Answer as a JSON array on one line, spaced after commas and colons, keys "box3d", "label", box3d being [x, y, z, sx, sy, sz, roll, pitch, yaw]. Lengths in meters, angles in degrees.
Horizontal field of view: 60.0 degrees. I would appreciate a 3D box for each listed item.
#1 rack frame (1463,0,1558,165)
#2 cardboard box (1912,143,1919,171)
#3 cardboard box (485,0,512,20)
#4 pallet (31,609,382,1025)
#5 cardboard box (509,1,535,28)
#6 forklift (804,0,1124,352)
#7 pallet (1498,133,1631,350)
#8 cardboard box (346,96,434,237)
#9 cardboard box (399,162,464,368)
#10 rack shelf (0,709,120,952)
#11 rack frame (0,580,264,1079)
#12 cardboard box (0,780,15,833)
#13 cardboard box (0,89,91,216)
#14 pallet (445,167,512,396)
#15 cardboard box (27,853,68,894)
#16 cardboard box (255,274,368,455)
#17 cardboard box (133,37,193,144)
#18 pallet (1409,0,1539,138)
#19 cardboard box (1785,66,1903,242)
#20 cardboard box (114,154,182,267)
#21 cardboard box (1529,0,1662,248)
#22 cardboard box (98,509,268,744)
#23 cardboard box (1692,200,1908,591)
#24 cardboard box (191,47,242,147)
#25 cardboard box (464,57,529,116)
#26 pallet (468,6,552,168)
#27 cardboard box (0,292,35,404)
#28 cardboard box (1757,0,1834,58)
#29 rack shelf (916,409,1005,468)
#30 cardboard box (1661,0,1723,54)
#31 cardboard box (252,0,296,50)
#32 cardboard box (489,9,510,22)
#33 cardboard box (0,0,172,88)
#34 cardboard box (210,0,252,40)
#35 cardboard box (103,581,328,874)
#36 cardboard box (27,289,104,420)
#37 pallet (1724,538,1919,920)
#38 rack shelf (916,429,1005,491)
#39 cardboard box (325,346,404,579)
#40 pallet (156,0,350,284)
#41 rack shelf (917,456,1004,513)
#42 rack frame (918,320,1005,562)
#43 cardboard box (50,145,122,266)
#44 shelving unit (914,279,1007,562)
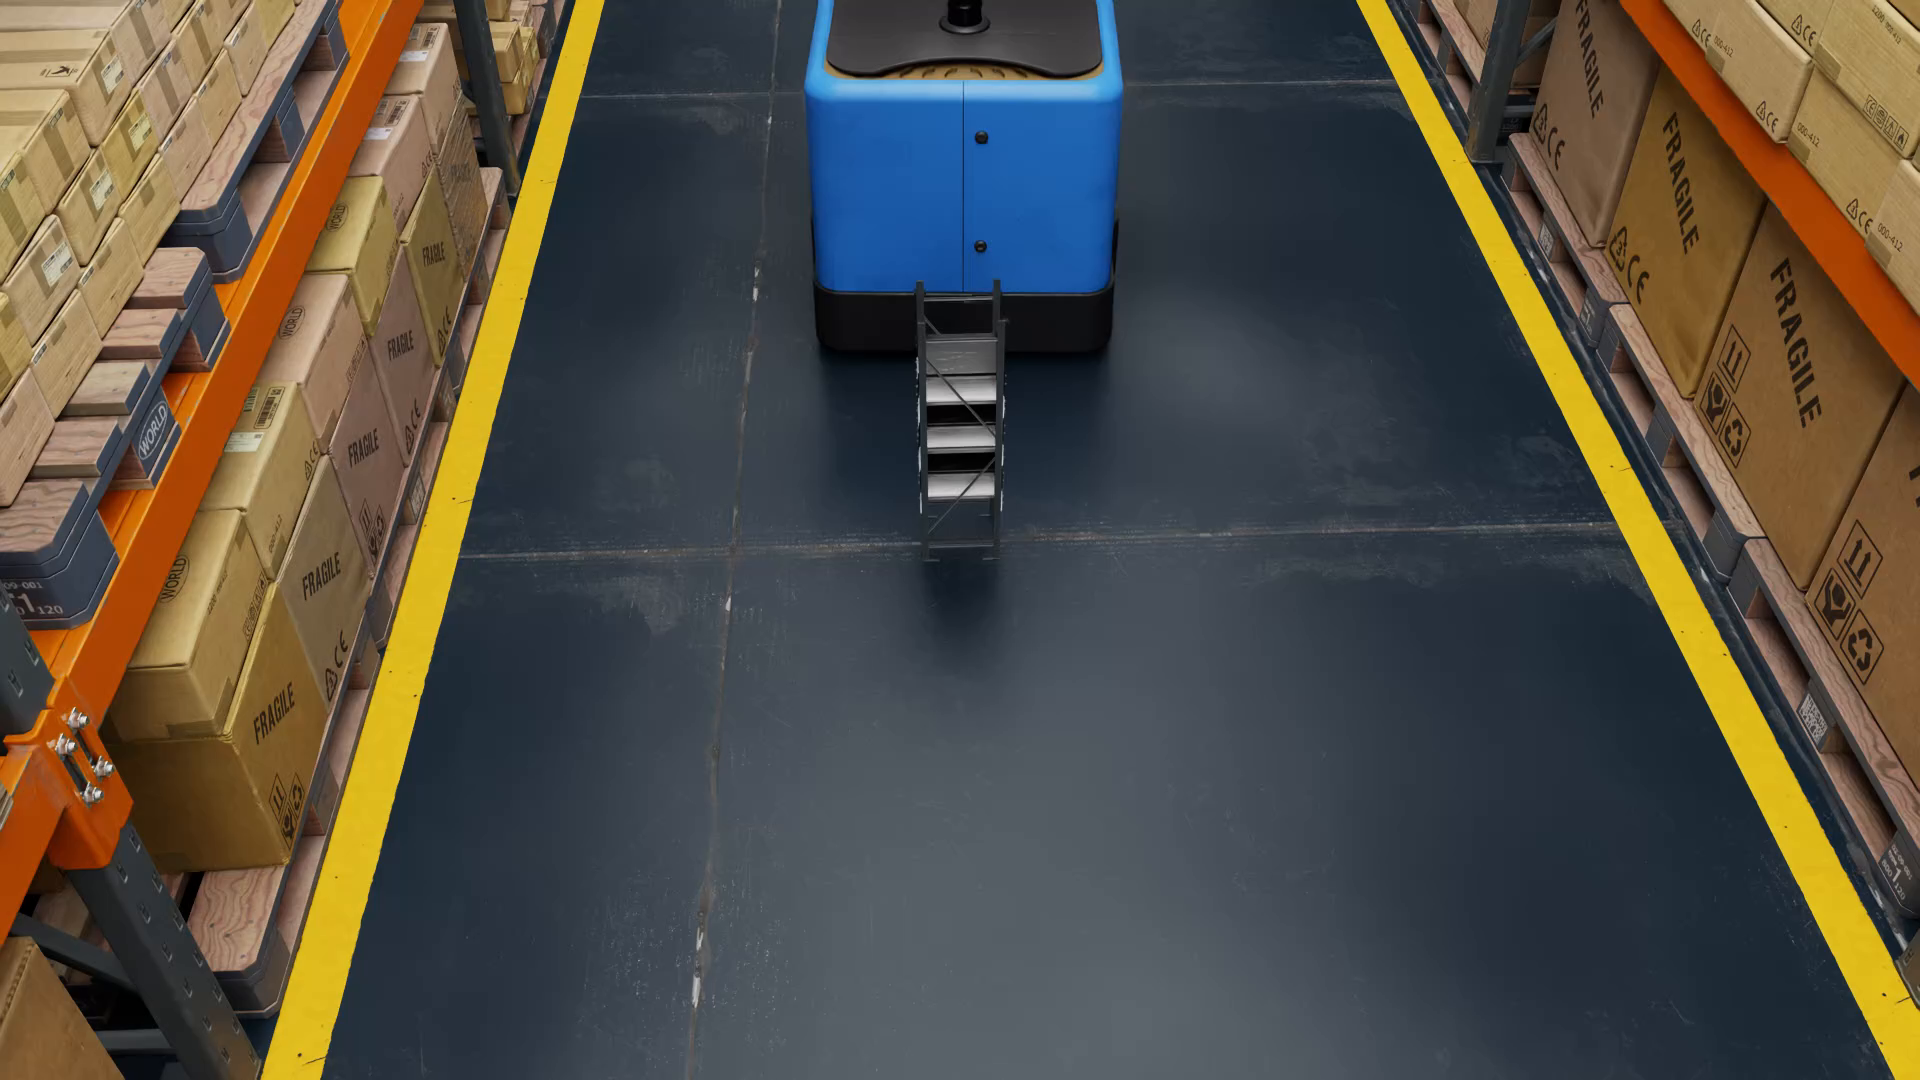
[{"box3d": [2.637, -2.731, 6.009, 1.000, 3.000, 0.127, -2, 43, -2], "label": "rack frame"}, {"box3d": [2.507, -0.825, 3.671, 0.500, 0.250, 0.500, -3, 43, -3], "label": "cardboard box"}, {"box3d": [-2.064, -2.270, 6.865, 0.380, 0.149, 0.250, 0, 43, 0], "label": "cardboard box"}, {"box3d": [-2.166, 0.680, 4.352, 1.003, 0.211, 1.213, -2, 43, -2], "label": "pallet"}, {"box3d": [-2.073, -2.225, 7.257, 0.380, 0.149, 0.250, -2, 43, -2], "label": "cardboard box"}, {"box3d": [0.029, -2.716, 6.044, 1.130, 2.935, 3.031, 0, 43, 1], "label": "forklift"}, {"box3d": [2.745, -1.184, 6.386, 1.003, 0.211, 1.213, -2, 43, -2], "label": "pallet"}, {"box3d": [-2.012, -1.187, 5.310, 0.500, 0.250, 0.500, 0, 43, 0], "label": "cardboard box"}, {"box3d": [-2.000, -0.915, 5.567, 0.500, 0.500, 0.500, -3, 43, -3], "label": "cardboard box"}, {"box3d": [-2.049, 1.795, 1.604, 1.077, 0.370, 4.000, -2, 43, -2], "label": "rack shelf"}, {"box3d": [-2.134, 0.180, 2.834, 1.000, 3.000, 0.127, -2, 43, -2], "label": "rack frame"}, {"box3d": [-1.847, 0.439, 2.477, 0.500, 0.500, 0.500, -2, 43, -2], "label": "cardboard box"}, {"box3d": [-1.981, -0.766, 3.301, 0.380, 0.149, 0.250, -2, 43, -2], "label": "cardboard box"}, {"box3d": [-2.270, -0.967, 6.149, 1.003, 0.211, 1.213, -2, 43, -2], "label": "pallet"}, {"box3d": [-2.424, 0.510, 4.013, 0.500, 0.500, 0.500, -2, 43, -2], "label": "cardboard box"}, {"box3d": [-1.952, -0.479, 4.537, 0.500, 0.250, 0.500, -1, 43, -1], "label": "cardboard box"}, {"box3d": [-2.003, -1.026, 3.804, 0.380, 0.149, 0.250, -2, 43, -2], "label": "cardboard box"}, {"box3d": [2.683, -2.218, 7.514, 1.003, 0.211, 1.213, -2, 43, -2], "label": "pallet"}, {"box3d": [2.483, -0.994, 4.225, 0.500, 0.250, 0.500, -2, 43, -2], "label": "cardboard box"}, {"box3d": [-1.988, -0.736, 3.708, 0.380, 0.149, 0.250, 0, 43, 0], "label": "cardboard box"}, {"box3d": [2.743, -1.686, 6.131, 0.875, 0.875, 0.875, 0, 43, 0], "label": "cardboard box"}, {"box3d": [-1.922, 0.198, 3.799, 0.500, 0.250, 0.500, -3, 43, -4], "label": "cardboard box"}, {"box3d": [2.827, -0.473, 4.808, 0.875, 0.875, 0.875, -1, 43, -1], "label": "cardboard box"}, {"box3d": [-2.010, -1.085, 4.089, 0.380, 0.149, 0.250, -1, 43, -1], "label": "cardboard box"}, {"box3d": [-1.999, -1.879, 6.879, 0.380, 0.149, 0.250, -3, 43, -4], "label": "cardboard box"}, {"box3d": [-2.368, -1.945, 7.216, 1.003, 0.211, 1.213, -2, 43, -2], "label": "pallet"}, {"box3d": [-1.954, -0.324, 3.038, 0.380, 0.149, 0.250, 0, 43, 0], "label": "cardboard box"}, {"box3d": [2.443, -1.521, 4.430, 0.500, 0.250, 0.500, -3, 43, -3], "label": "cardboard box"}, {"box3d": [0.000, -0.313, 4.974, 0.258, 0.077, 0.200, -2, 43, -2], "label": "rack shelf"}, {"box3d": [2.421, -1.675, 4.969, 0.500, 0.250, 0.500, -2, 43, -2], "label": "cardboard box"}, {"box3d": [-2.031, -1.441, 4.477, 0.380, 0.149, 0.250, 0, 43, 0], "label": "cardboard box"}, {"box3d": [-2.100, -2.156, 6.961, 0.380, 0.149, 0.250, -1, 43, -1], "label": "cardboard box"}, {"box3d": [-2.005, -1.128, 3.695, 0.380, 0.149, 0.250, 0, 43, 0], "label": "cardboard box"}, {"box3d": [-2.026, -1.375, 4.186, 0.380, 0.149, 0.250, 0, 43, 0], "label": "cardboard box"}, {"box3d": [-1.910, 0.462, 4.065, 0.500, 0.500, 0.500, -3, 43, -4], "label": "cardboard box"}, {"box3d": [-1.963, -0.371, 3.310, 0.380, 0.149, 0.250, 0, 43, 0], "label": "cardboard box"}, {"box3d": [2.849, 0.463, 4.588, 1.003, 0.211, 1.213, -2, 43, -2], "label": "pallet"}, {"box3d": [0.000, -0.246, 5.035, 0.258, 0.077, 0.200, -2, 43, -2], "label": "rack shelf"}, {"box3d": [-1.961, -0.224, 4.814, 0.500, 0.500, 0.500, -3, 43, -3], "label": "cardboard box"}, {"box3d": [-2.259, -1.085, 4.355, 1.003, 0.211, 1.213, -2, 43, -2], "label": "pallet"}, {"box3d": [0.000, -0.180, 5.096, 0.258, 0.077, 0.200, -2, 43, -2], "label": "rack shelf"}, {"box3d": [0.004, -0.269, 4.877, 0.240, 0.900, 0.006, -2, 43, -2], "label": "rack frame"}, {"box3d": [-1.983, -0.687, 3.435, 0.380, 0.149, 0.250, -3, 43, -3], "label": "cardboard box"}, {"box3d": [0.000, -0.337, 4.952, 0.258, 0.900, 0.210, -2, 43, -2], "label": "shelving unit"}]
